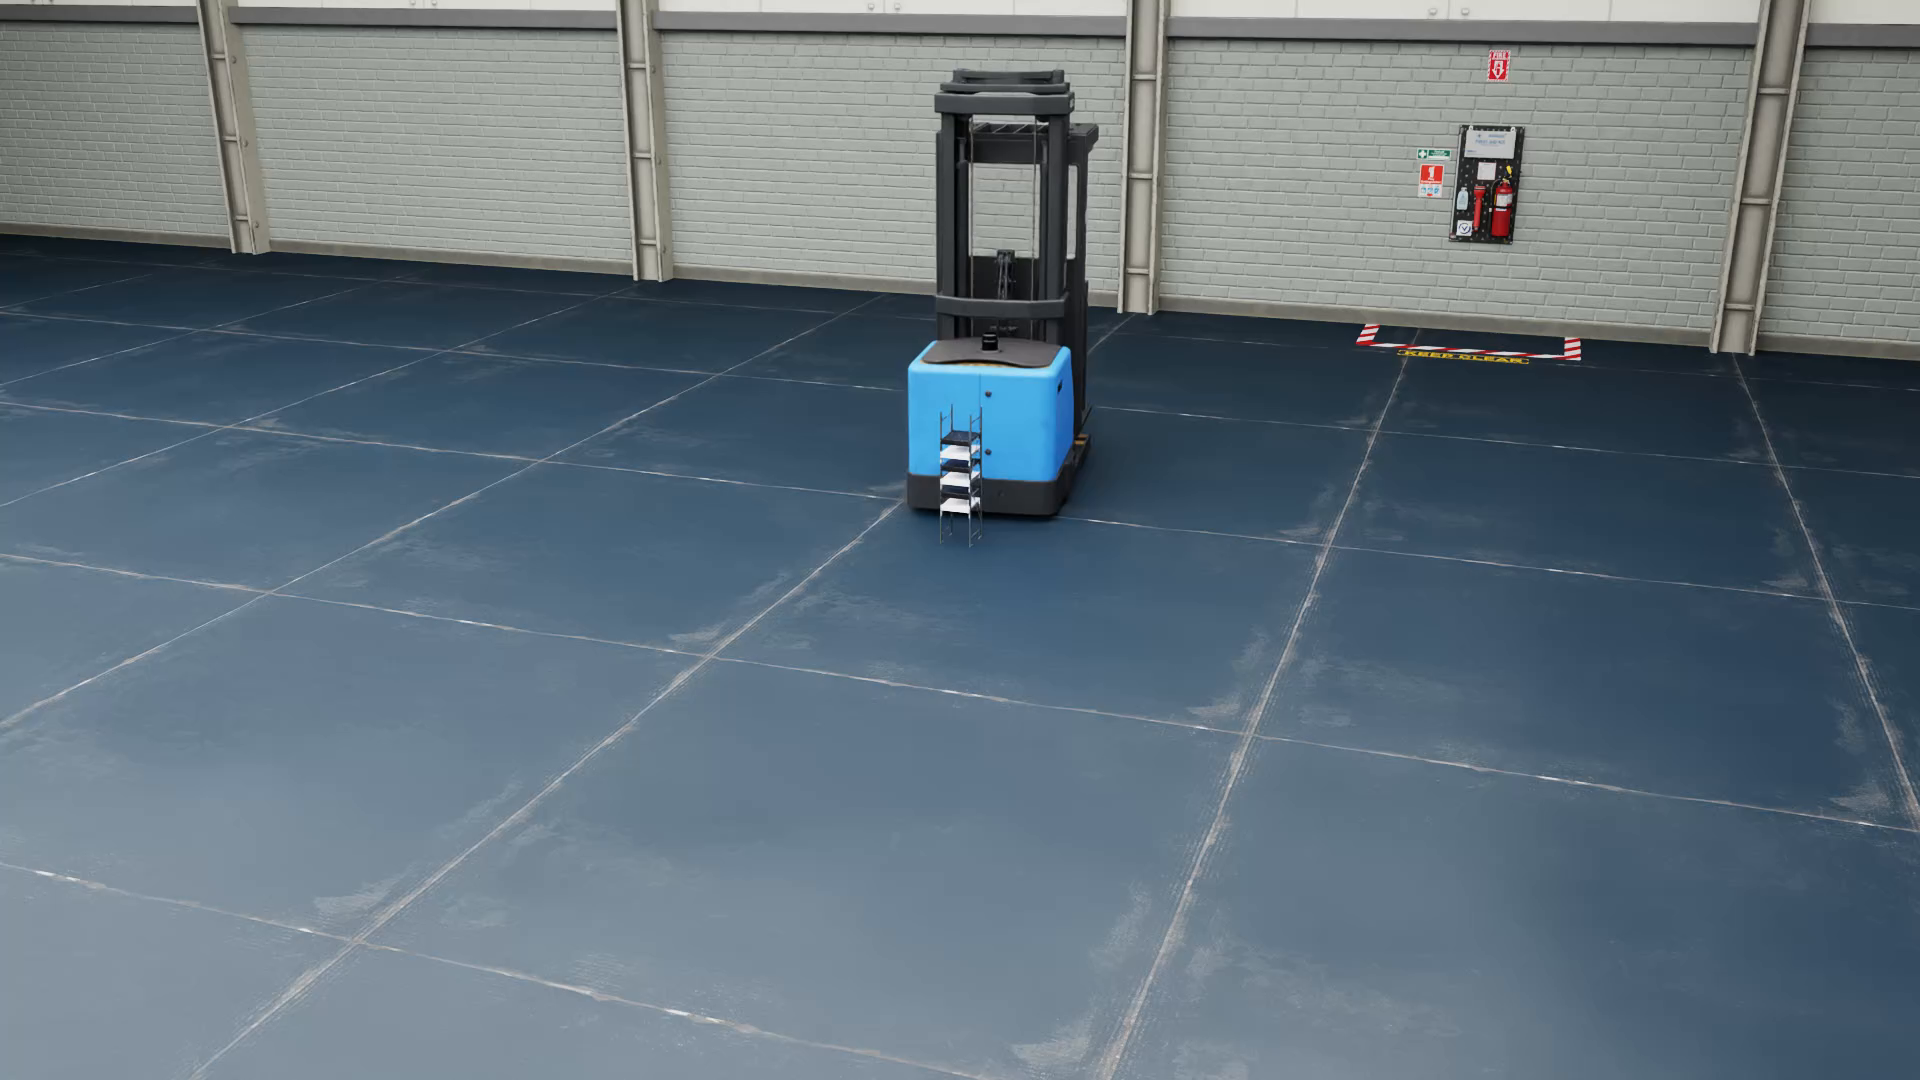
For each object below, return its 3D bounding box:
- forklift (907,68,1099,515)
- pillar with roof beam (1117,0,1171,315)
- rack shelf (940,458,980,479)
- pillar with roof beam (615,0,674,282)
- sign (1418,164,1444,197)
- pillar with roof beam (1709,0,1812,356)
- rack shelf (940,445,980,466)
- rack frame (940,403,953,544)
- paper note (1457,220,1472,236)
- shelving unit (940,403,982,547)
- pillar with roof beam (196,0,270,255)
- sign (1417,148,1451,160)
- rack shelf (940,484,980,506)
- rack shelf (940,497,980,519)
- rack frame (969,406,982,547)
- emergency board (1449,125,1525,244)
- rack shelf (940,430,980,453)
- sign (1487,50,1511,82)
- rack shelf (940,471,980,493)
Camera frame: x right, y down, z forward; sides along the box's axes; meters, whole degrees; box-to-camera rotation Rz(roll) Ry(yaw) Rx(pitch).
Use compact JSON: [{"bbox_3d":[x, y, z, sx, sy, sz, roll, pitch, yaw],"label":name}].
[{"bbox_3d":[0.415,-1.999,12.358,1.130,2.935,3.031,4,20,10],"label":"forklift"},{"bbox_3d":[0.547,-5.430,12.981,0.400,9.000,9.100,7,20,18],"label":"pillar with roof beam"},{"bbox_3d":[0.008,-0.478,10.907,0.200,0.077,0.258,7,20,18],"label":"rack shelf"},{"bbox_3d":[-5.121,-6.078,14.840,0.400,9.000,9.100,7,20,18],"label":"pillar with roof beam"},{"bbox_3d":[4.817,-3.675,17.007,0.234,0.329,0.001,7,20,18],"label":"sign"},{"bbox_3d":[6.215,-4.781,11.122,0.400,9.000,9.100,7,20,18],"label":"pillar with roof beam"},{"bbox_3d":[0.008,-0.563,10.877,0.200,0.077,0.258,7,20,18],"label":"rack shelf"},{"bbox_3d":[-0.088,-0.435,10.957,0.006,0.900,0.240,7,20,18],"label":"rack frame"},{"bbox_3d":[5.161,-3.191,17.010,0.142,0.148,0.016,7,20,18],"label":"paper note"},{"bbox_3d":[0.008,-0.424,10.926,0.210,0.900,0.258,7,20,18],"label":"shelving unit"},{"bbox_3d":[-10.788,-6.726,16.700,0.400,9.000,9.100,7,20,18],"label":"pillar with roof beam"},{"bbox_3d":[4.819,-3.922,16.910,0.331,0.109,0.001,7,20,18],"label":"sign"},{"bbox_3d":[0.008,-0.308,10.966,0.200,0.077,0.258,7,20,18],"label":"rack shelf"},{"bbox_3d":[0.008,-0.223,10.996,0.200,0.077,0.258,7,20,18],"label":"rack shelf"},{"bbox_3d":[0.104,-0.413,10.894,0.006,0.900,0.240,7,20,18],"label":"rack frame"},{"bbox_3d":[5.306,-3.566,16.749,0.643,1.169,0.194,7,20,18],"label":"emergency board"},{"bbox_3d":[0.008,-0.648,10.848,0.200,0.077,0.258,7,20,18],"label":"rack shelf"},{"bbox_3d":[5.331,-4.692,16.459,0.199,0.298,0.001,7,20,18],"label":"sign"},{"bbox_3d":[0.008,-0.393,10.937,0.200,0.077,0.258,7,20,18],"label":"rack shelf"}]
